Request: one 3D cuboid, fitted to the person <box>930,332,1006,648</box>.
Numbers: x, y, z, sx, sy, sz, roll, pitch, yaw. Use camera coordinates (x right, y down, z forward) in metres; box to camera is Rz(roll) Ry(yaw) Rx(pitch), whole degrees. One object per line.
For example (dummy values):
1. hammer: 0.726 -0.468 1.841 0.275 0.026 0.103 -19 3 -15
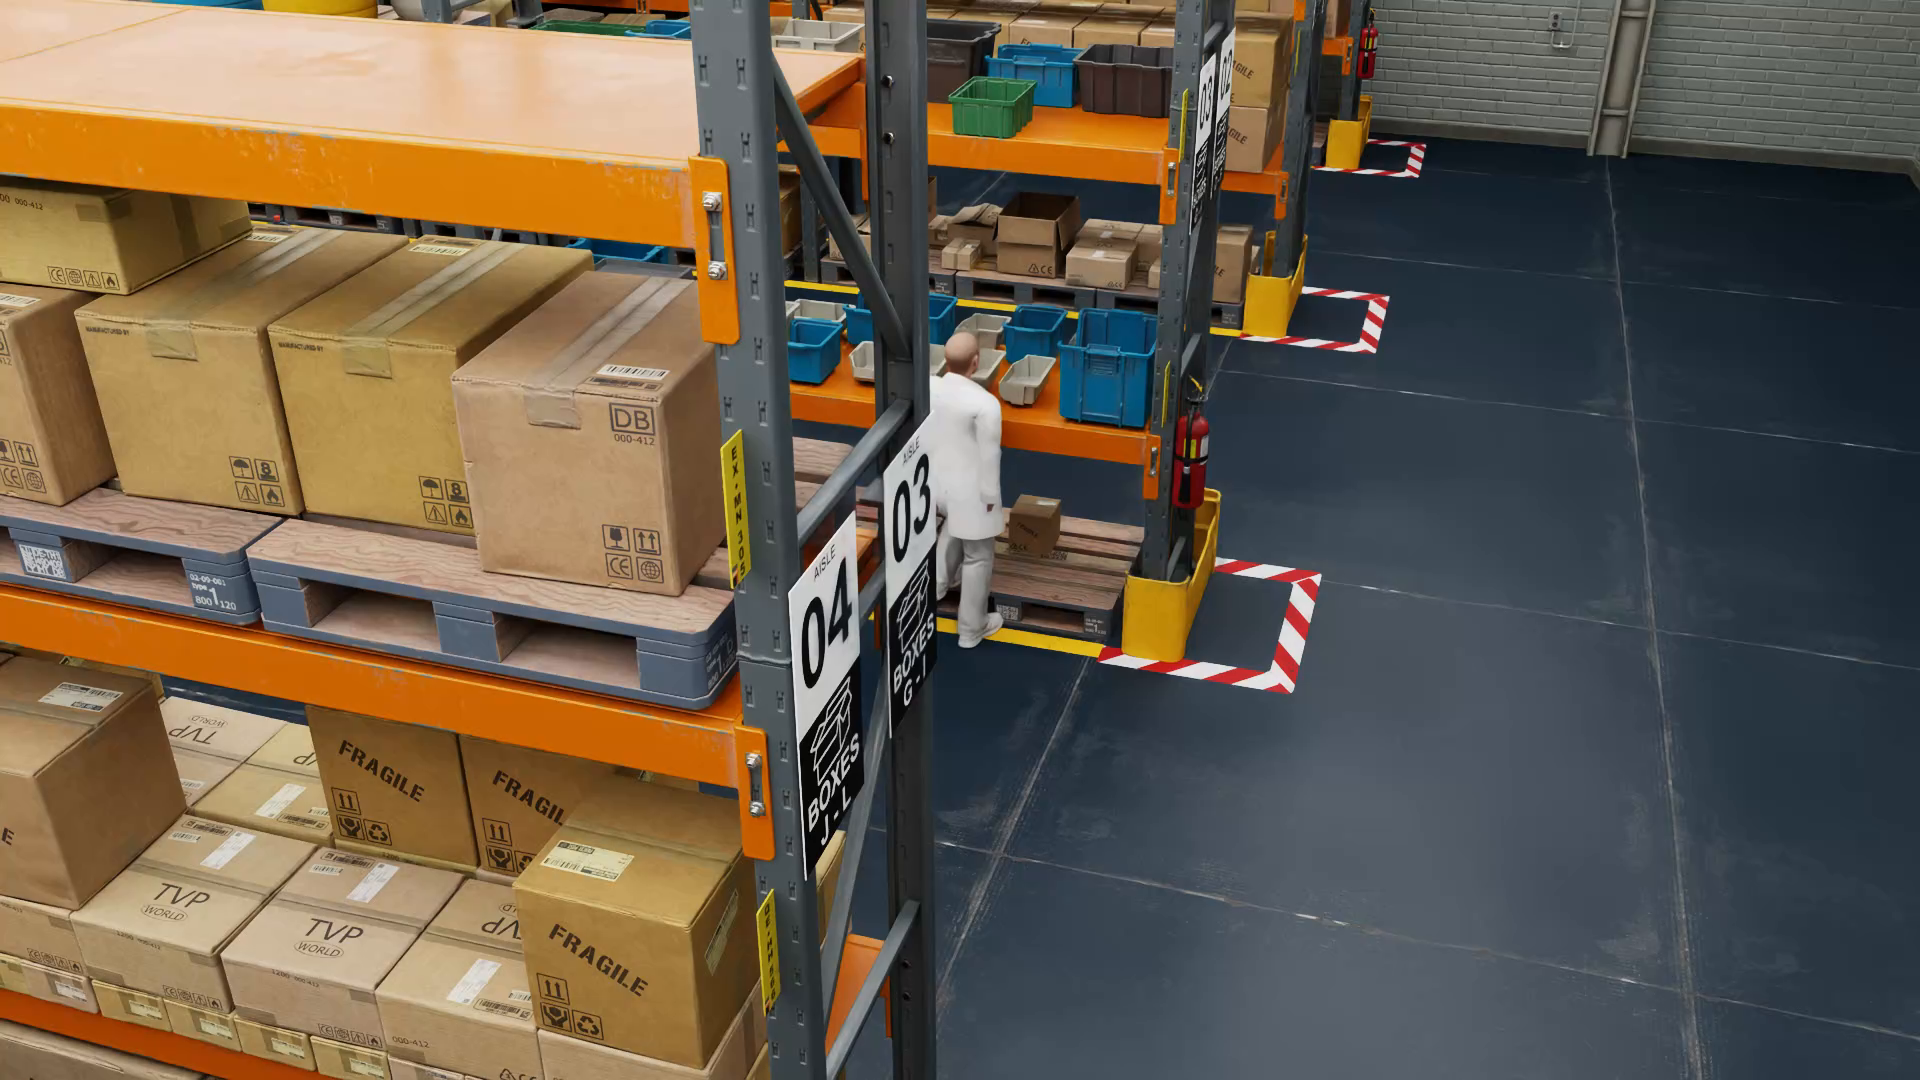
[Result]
1. person: 0.038 -0.312 9.092 0.562 1.780 0.512 19 34 31
